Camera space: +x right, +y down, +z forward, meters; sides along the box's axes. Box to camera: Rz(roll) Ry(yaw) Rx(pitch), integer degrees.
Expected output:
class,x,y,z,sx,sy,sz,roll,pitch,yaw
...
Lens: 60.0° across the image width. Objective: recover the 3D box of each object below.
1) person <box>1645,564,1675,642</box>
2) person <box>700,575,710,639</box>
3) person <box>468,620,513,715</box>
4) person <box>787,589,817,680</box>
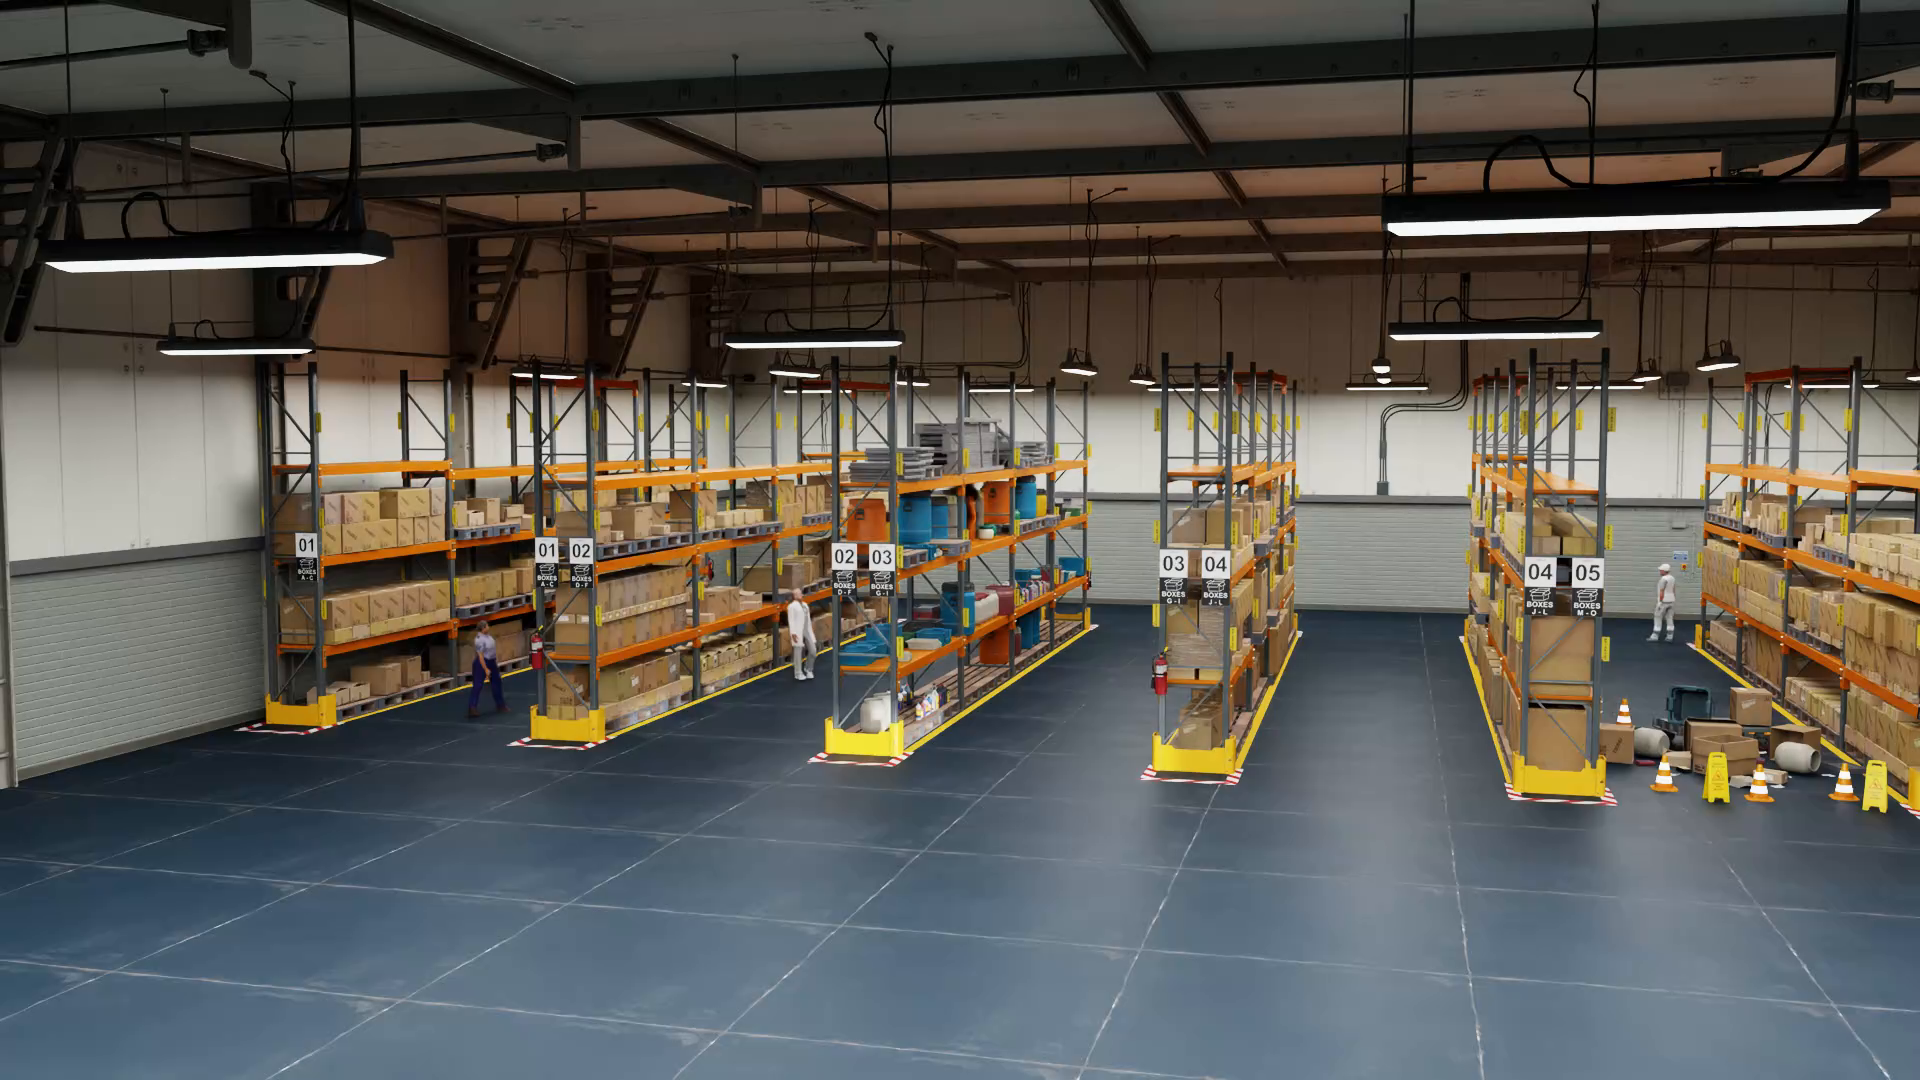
class,x,y,z,sx,sy,sz,roll,pitch,yaw
person,16.096,1.433,38.110,0.602,1.794,0.557,-2,5,-30
person,-5.513,1.606,36.365,0.421,1.698,0.500,1,4,19
person,-8.116,2.184,28.605,0.573,1.661,0.678,1,4,19
person,-3.089,1.833,32.325,0.627,1.767,0.508,-3,5,-35
